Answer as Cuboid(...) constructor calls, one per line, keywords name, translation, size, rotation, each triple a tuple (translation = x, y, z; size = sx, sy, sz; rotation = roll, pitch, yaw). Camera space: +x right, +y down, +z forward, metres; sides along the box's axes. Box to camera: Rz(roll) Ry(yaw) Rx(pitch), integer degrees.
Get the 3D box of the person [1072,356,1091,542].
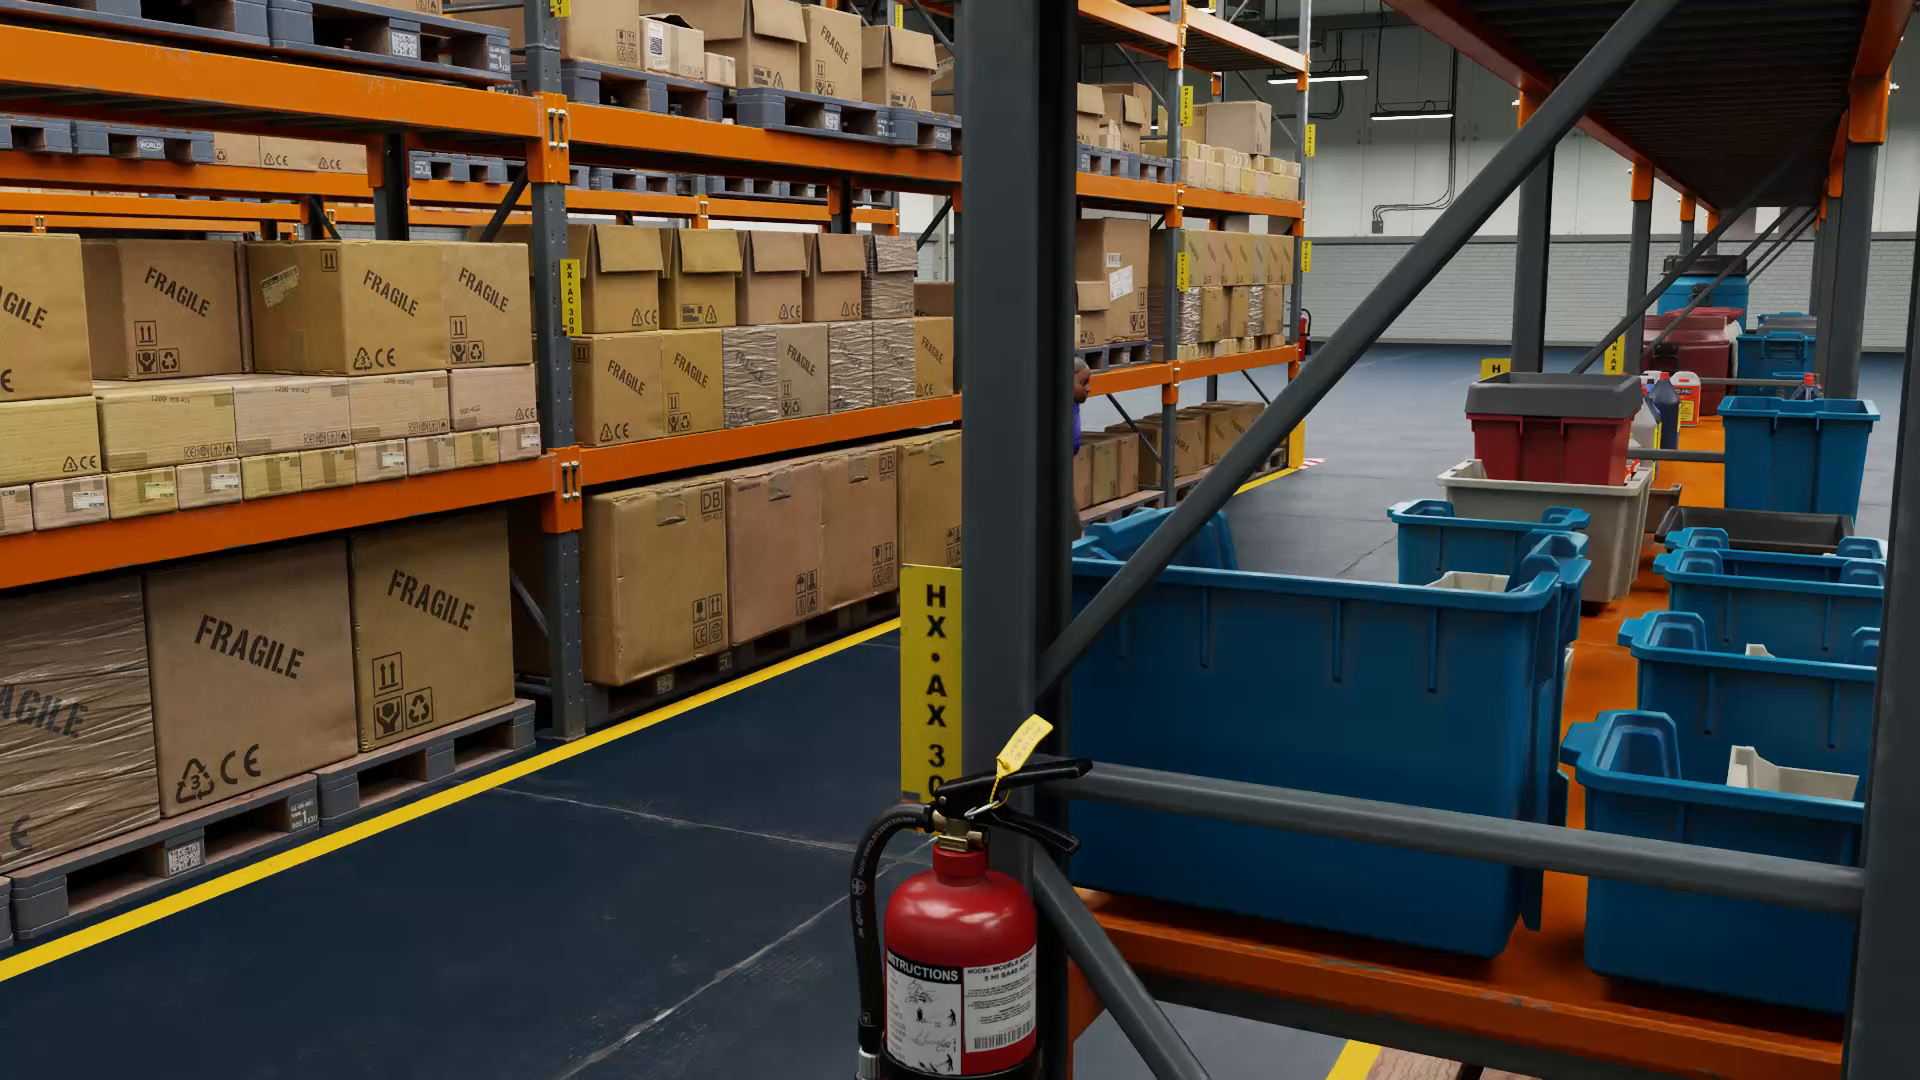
Cuboid(name="person", translation=(0.510, -0.146, 8.792), size=(0.348, 1.653, 0.521), rotation=(4, 10, 24))
